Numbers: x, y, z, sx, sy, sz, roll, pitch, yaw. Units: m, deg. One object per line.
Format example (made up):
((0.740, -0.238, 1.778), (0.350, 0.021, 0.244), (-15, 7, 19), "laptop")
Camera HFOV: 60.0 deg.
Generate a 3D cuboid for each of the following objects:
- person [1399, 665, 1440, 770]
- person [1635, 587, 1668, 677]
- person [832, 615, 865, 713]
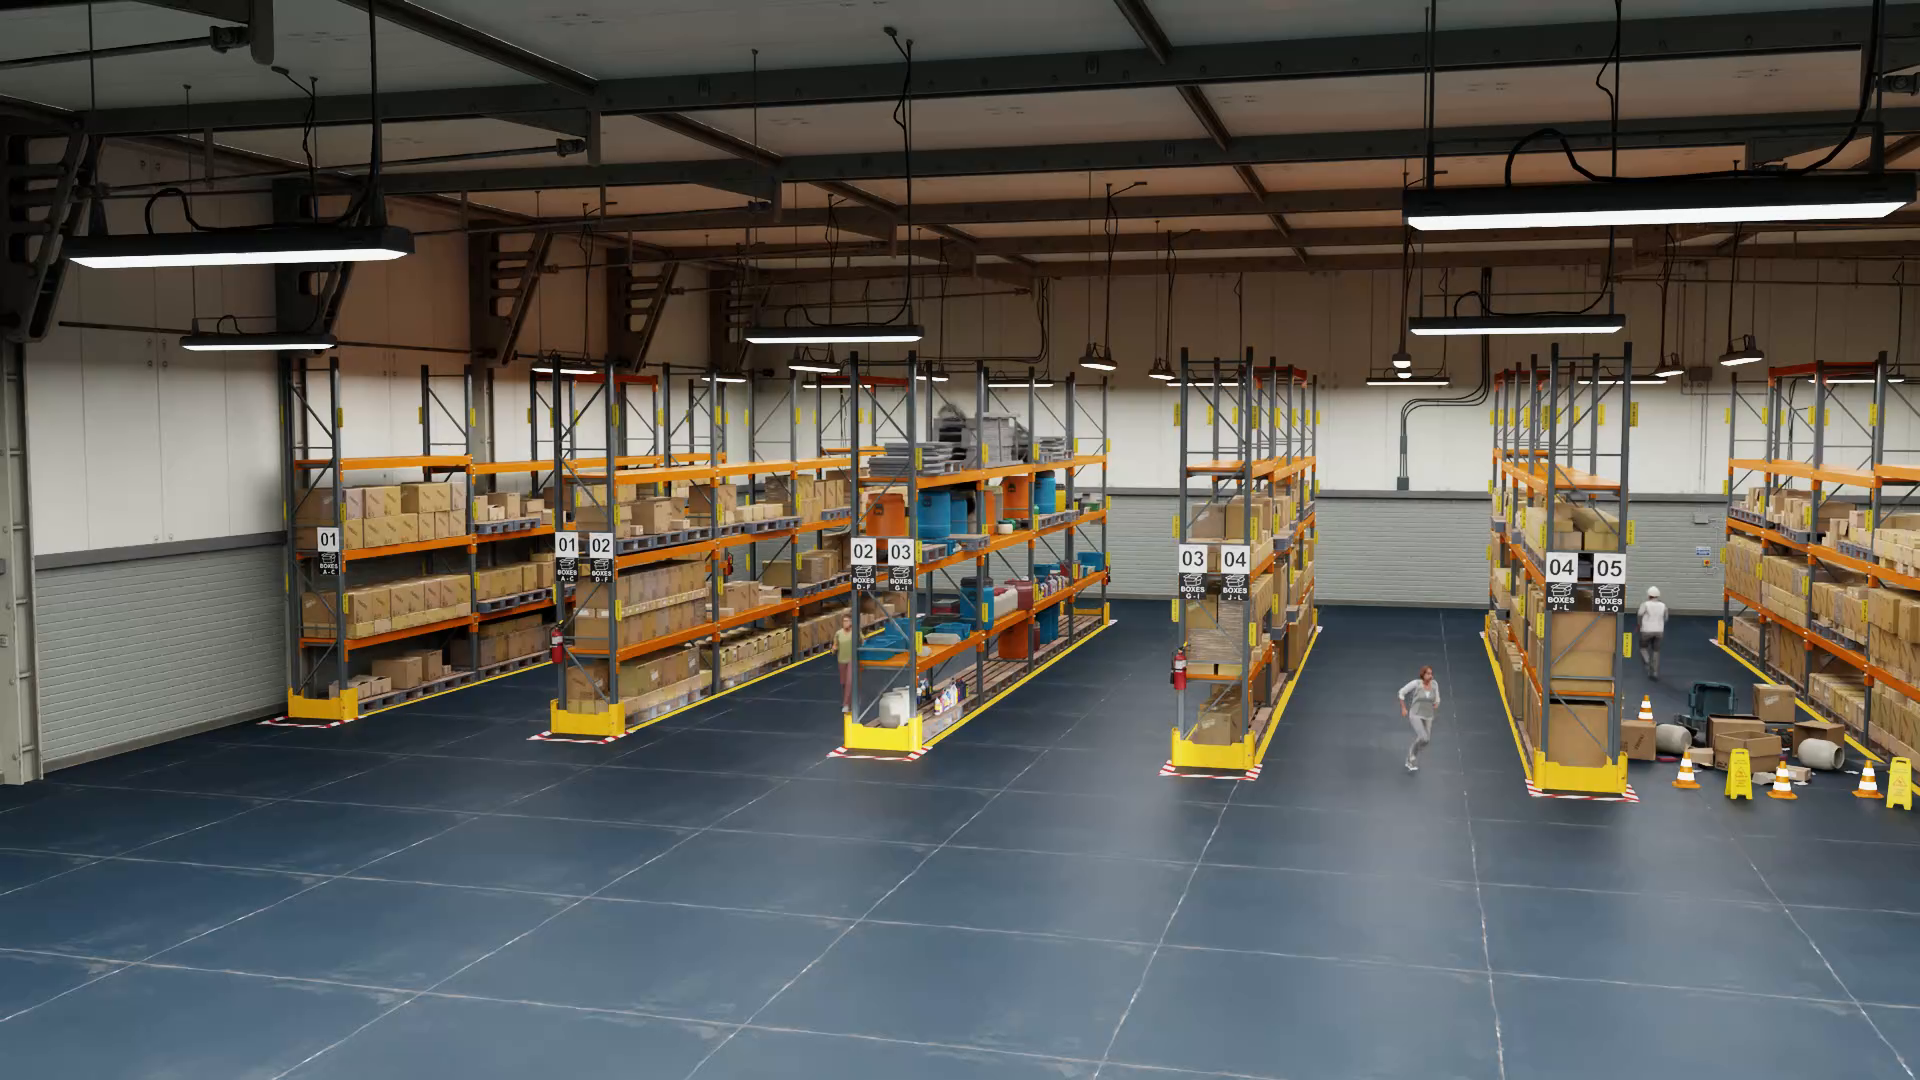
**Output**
((6.477, 2.517, 23.331), (0.496, 1.499, 0.695), (-1, 4, -15), "person")
((13.416, 1.763, 32.313), (0.640, 1.726, 0.662), (0, 4, 6), "person")
((-1.905, 2.087, 28.513), (0.566, 1.647, 0.820), (1, 4, 11), "person")
